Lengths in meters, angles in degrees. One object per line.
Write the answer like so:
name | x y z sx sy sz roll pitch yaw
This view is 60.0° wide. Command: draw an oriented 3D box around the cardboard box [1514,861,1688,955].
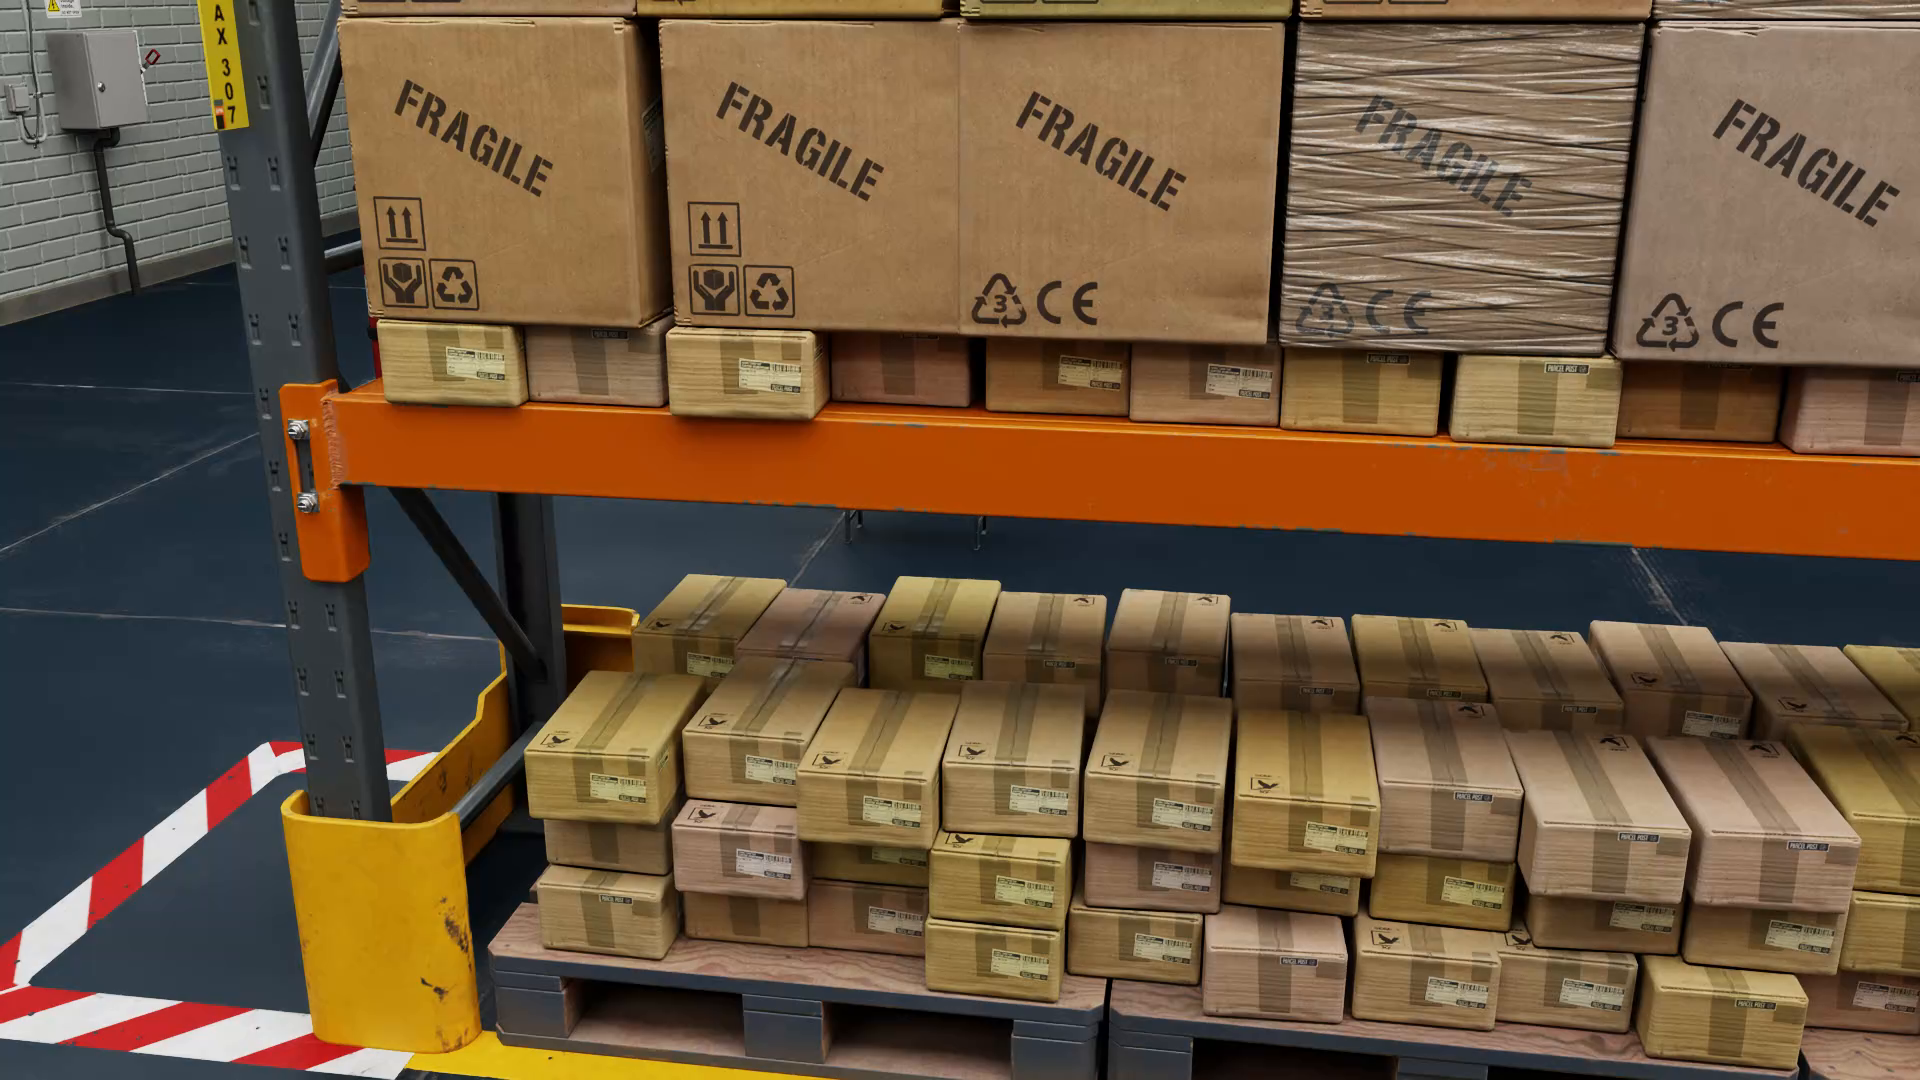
cardboard box | 1.174 0.607 3.123 0.250 0.149 0.380 2 19 6

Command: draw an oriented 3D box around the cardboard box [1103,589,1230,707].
cardboard box | 0.468 0.249 3.726 0.250 0.149 0.380 4 19 11

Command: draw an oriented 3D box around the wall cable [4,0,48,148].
wall cable | -5.801 -3.361 10.020 0.122 1.984 0.588 3 19 9

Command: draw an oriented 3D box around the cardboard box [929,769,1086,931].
cardboard box | 0.101 0.579 3.206 0.250 0.149 0.380 4 19 10

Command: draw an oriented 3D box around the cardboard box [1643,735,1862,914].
cardboard box | 1.396 0.501 2.973 0.250 0.149 0.380 2 19 6

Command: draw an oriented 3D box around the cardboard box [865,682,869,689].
cardboard box | -0.313 0.377 3.812 0.250 0.149 0.380 2 19 7

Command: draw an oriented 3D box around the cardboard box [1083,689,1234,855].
cardboard box | 0.384 0.434 3.173 0.250 0.149 0.380 4 19 11

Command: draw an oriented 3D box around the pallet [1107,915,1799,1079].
pallet | 0.943 0.838 3.465 1.213 0.211 1.003 3 19 9

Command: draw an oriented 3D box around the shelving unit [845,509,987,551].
shelving unit | -0.163 -0.577 6.138 0.503 1.200 0.258 3 19 9

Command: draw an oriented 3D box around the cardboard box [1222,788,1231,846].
cardboard box | 0.715 0.555 3.748 0.250 0.149 0.380 3 19 10

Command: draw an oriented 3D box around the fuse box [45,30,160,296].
fuse box | -5.538 -2.474 11.001 0.414 1.711 0.539 3 19 9

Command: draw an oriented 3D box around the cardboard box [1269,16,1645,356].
cardboard box | 0.789 -0.610 2.773 0.500 0.500 0.500 2 19 7

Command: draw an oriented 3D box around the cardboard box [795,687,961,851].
cardboard box | -0.146 0.430 3.183 0.250 0.149 0.380 3 19 9

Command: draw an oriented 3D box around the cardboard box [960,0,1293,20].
cardboard box | 0.281 -1.102 2.668 0.500 0.500 0.500 2 19 7

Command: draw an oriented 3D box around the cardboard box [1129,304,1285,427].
cardboard box | 0.434 -0.321 2.931 0.250 0.149 0.380 3 19 8

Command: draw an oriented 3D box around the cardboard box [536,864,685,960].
cardboard box | -0.663 0.677 3.382 0.250 0.149 0.380 3 19 10

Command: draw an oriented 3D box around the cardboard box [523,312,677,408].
cardboard box | -0.603 -0.364 3.060 0.250 0.149 0.380 4 19 11

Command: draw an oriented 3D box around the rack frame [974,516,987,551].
rack frame | 0.077 -0.565 6.101 0.015 1.200 0.240 3 19 9

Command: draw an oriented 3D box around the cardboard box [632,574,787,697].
cardboard box | -0.566 0.216 3.824 0.250 0.149 0.380 3 19 9

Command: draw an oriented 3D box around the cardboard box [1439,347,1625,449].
cardboard box | 0.946 -0.279 2.805 0.250 0.149 0.380 3 19 10

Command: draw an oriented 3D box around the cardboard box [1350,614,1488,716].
cardboard box | 0.974 0.301 3.570 0.250 0.149 0.380 3 19 9

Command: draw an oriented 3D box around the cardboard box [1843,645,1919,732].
cardboard box | 1.993 0.358 3.400 0.250 0.149 0.380 3 19 8

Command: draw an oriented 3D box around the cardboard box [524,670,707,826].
cardboard box | -0.666 0.401 3.270 0.250 0.149 0.380 2 19 6

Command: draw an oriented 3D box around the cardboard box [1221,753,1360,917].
cardboard box | 0.652 0.564 3.253 0.250 0.149 0.380 4 19 11

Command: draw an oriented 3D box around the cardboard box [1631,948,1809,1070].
cardboard box | 1.357 0.787 3.055 0.250 0.149 0.380 3 19 9

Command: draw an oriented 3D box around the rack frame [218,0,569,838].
rack frame | -1.129 -0.602 3.375 0.127 3.000 1.000 3 19 9

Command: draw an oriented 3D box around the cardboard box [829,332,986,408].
cardboard box | -0.069 -0.364 3.059 0.250 0.149 0.380 4 19 11

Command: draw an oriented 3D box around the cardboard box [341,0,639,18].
cardboard box | -0.728 -1.159 2.837 0.500 0.500 0.500 3 19 8

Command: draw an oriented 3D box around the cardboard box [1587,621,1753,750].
cardboard box | 1.493 0.314 3.532 0.250 0.149 0.380 3 19 10

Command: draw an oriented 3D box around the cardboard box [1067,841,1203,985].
cardboard box | 0.357 0.705 3.299 0.250 0.149 0.380 3 19 9

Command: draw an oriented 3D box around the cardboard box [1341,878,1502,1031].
cardboard box | 0.867 0.751 3.162 0.250 0.149 0.380 3 19 9

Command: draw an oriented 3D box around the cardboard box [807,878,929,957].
cardboard box | -0.145 0.675 3.389 0.250 0.149 0.380 3 19 9

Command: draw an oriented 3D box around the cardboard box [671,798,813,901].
cardboard box | -0.391 0.548 3.301 0.250 0.149 0.380 3 19 8

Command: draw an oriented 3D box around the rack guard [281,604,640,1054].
rack guard | -1.054 0.587 3.760 0.348 0.500 1.175 3 19 9

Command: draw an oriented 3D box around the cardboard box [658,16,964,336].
cardboard box | -0.197 -0.662 2.929 0.500 0.500 0.500 3 19 9

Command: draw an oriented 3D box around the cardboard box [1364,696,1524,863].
cardboard box | 0.900 0.444 3.142 0.250 0.149 0.380 3 19 9

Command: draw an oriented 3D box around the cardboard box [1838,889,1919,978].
cardboard box | 1.690 0.634 3.044 0.250 0.149 0.380 3 19 9

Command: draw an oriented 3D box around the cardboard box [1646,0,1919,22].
cardboard box | 1.299 -1.057 2.532 0.500 0.500 0.500 3 19 10

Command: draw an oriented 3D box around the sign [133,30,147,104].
sign | -5.664 -3.205 11.305 0.001 0.494 0.329 3 19 9

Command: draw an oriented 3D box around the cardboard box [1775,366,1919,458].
cardboard box | 1.451 -0.259 2.745 0.250 0.149 0.380 2 19 6

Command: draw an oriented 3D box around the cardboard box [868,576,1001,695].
cardboard box | -0.051 0.220 3.813 0.250 0.149 0.380 3 19 7
